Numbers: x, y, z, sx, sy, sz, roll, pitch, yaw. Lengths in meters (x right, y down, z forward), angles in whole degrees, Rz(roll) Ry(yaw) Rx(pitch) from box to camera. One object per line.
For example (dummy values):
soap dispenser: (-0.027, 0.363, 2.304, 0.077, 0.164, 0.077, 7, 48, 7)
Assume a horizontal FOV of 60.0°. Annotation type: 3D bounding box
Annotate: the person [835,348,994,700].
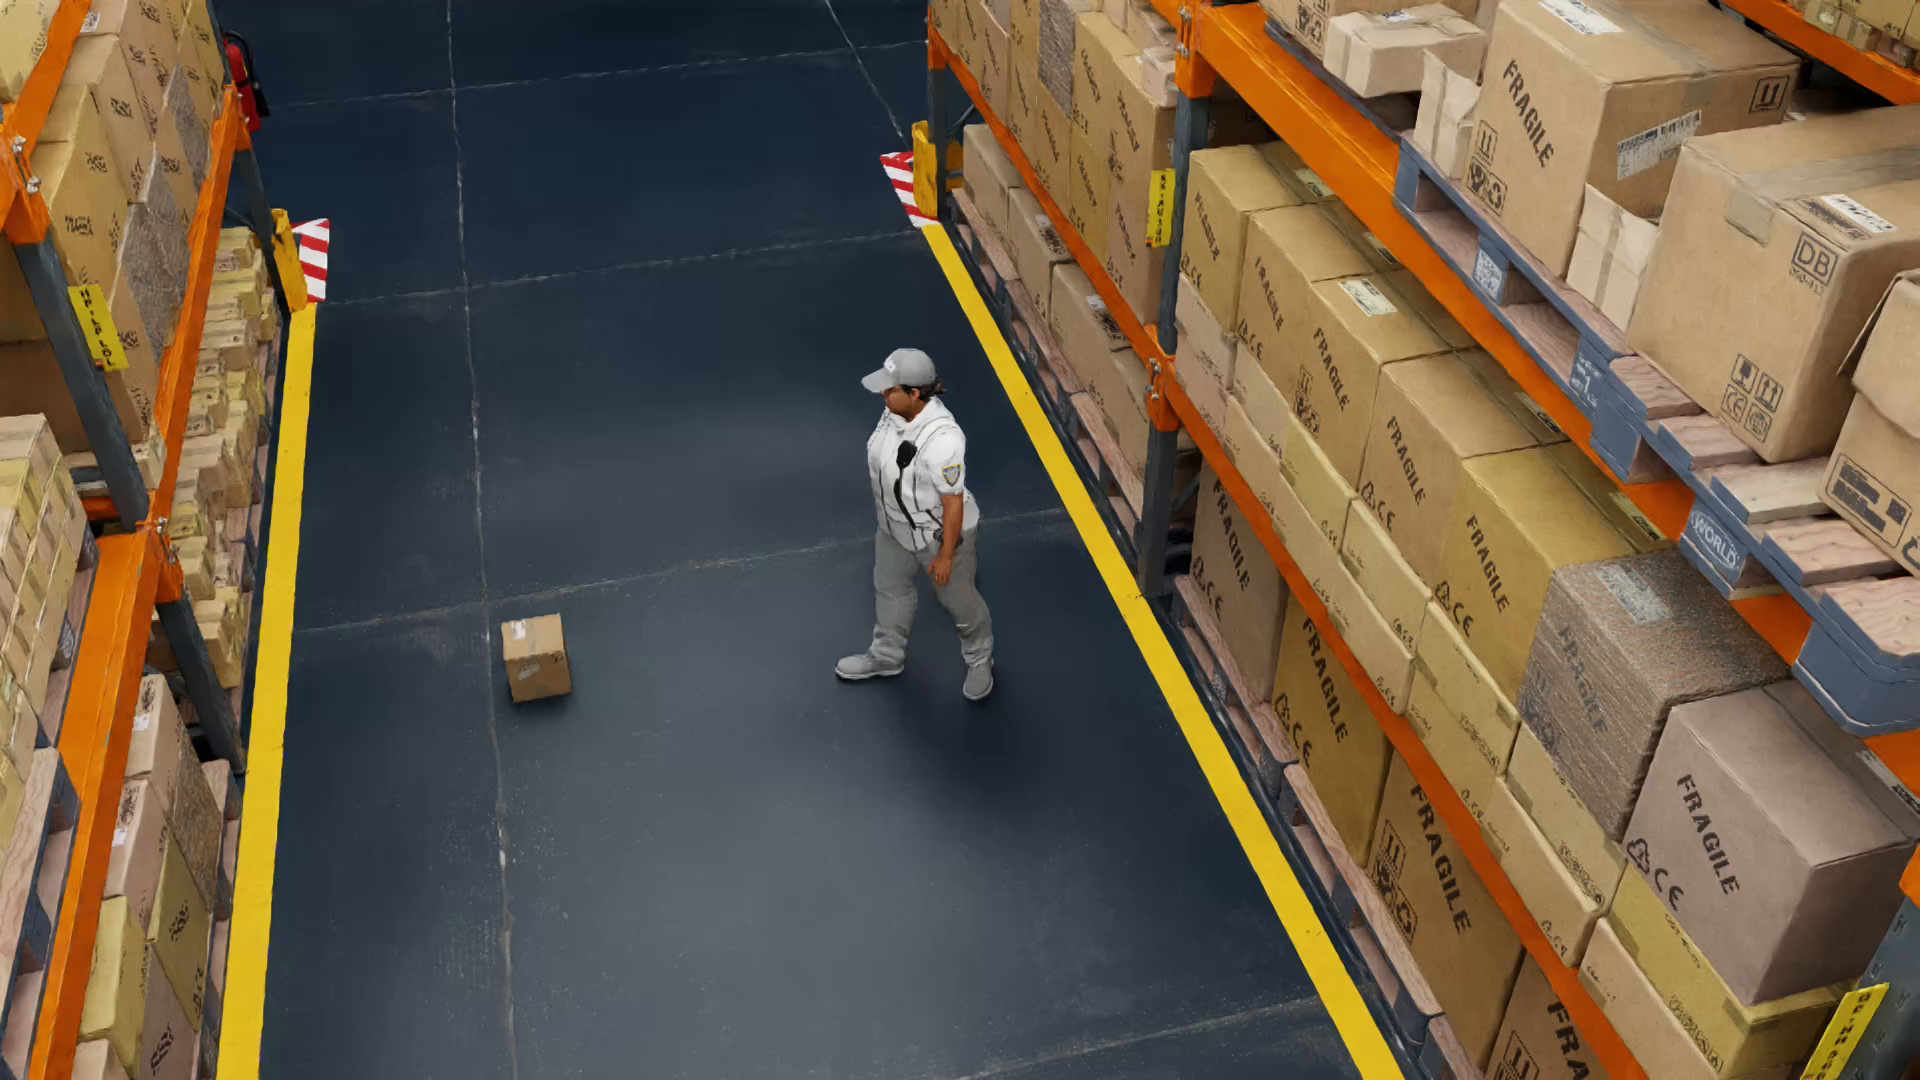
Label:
person: (-0.176, -0.059, 6.775, 0.615, 1.650, 0.603, -23, 44, -27)
